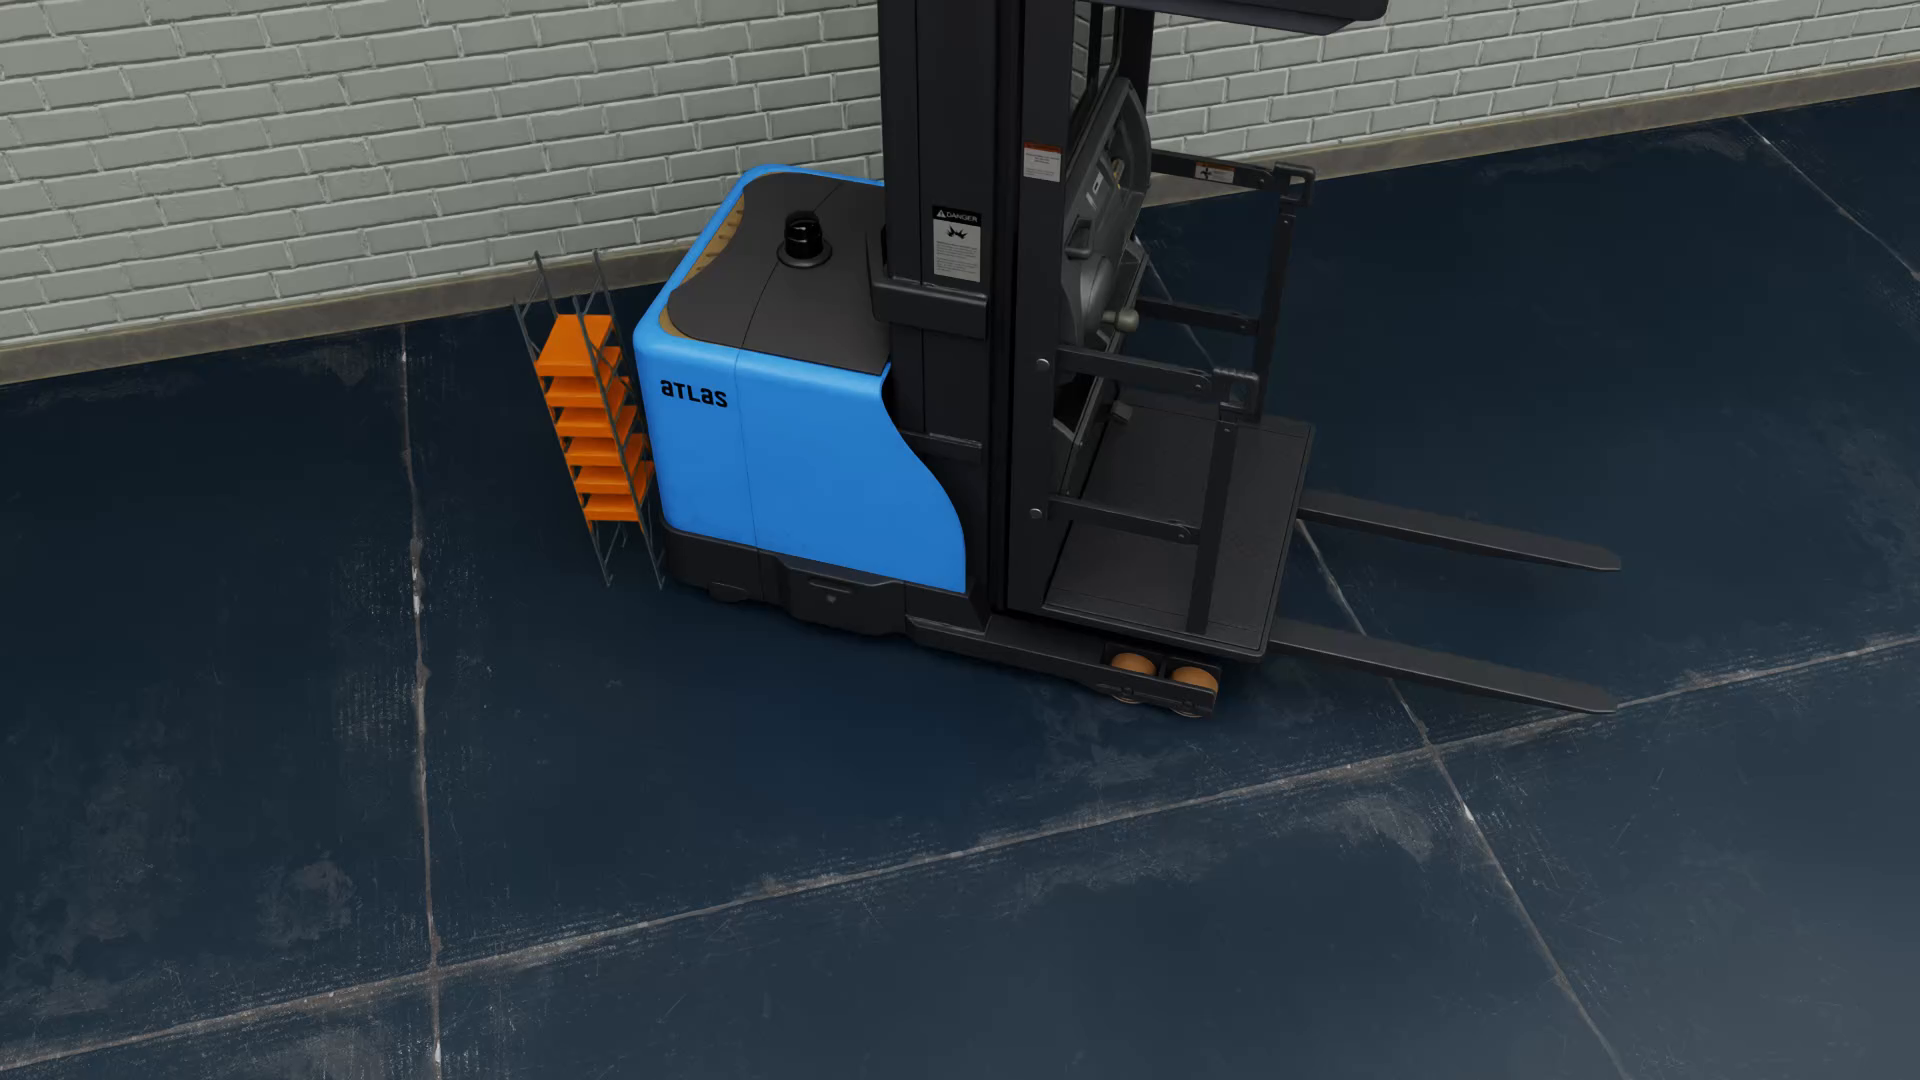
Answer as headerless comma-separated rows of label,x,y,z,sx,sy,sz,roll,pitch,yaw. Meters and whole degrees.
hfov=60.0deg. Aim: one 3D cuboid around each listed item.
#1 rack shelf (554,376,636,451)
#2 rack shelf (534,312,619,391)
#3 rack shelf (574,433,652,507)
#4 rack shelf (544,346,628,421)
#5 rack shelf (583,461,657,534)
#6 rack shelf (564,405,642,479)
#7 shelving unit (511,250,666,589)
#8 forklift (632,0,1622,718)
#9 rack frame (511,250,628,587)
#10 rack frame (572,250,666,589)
rack shelf,-1.132,-0.401,5.189,0.180,0.103,0.258,2,45,8
rack shelf,-1.152,-0.570,5.020,0.180,0.103,0.258,2,45,8
rack shelf,-1.113,-0.232,5.357,0.180,0.103,0.258,2,45,8
rack shelf,-1.142,-0.486,5.104,0.180,0.103,0.258,2,45,8
rack shelf,-1.103,-0.147,5.442,0.180,0.103,0.258,2,45,8
rack shelf,-1.122,-0.316,5.273,0.180,0.103,0.258,2,45,8
shelving unit,-1.126,-0.348,5.242,0.189,1.200,0.258,2,45,8
forklift,0.596,-0.898,4.577,3.031,2.935,1.130,12,47,12
rack frame,-1.217,-0.350,5.255,0.006,1.200,0.240,2,45,8
rack frame,-1.036,-0.345,5.229,0.006,1.200,0.240,2,45,8
